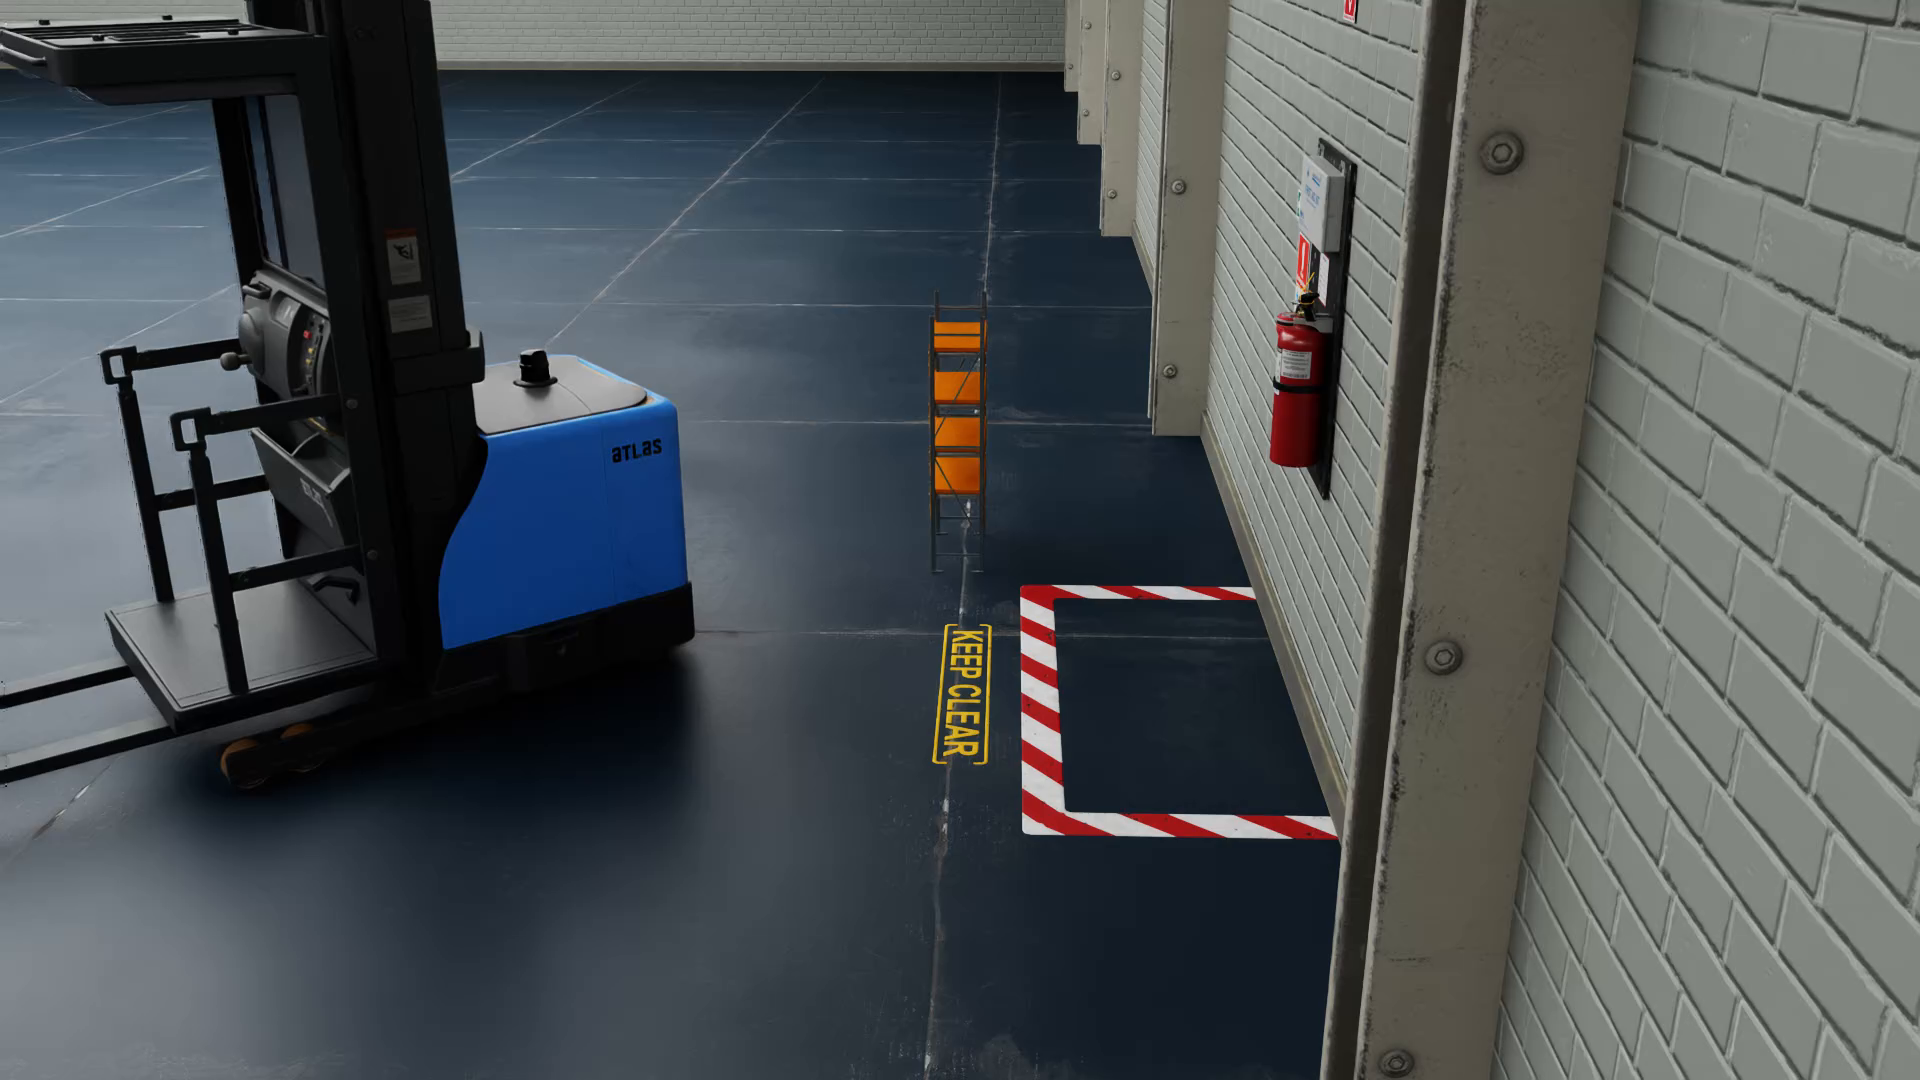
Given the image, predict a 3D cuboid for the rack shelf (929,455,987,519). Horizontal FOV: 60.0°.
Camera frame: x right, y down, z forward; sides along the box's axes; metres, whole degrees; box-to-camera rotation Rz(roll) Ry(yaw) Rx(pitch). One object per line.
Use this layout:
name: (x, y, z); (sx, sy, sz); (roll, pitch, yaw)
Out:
rack shelf: (-0.005, -0.252, 7.754); (0.258, 0.148, 0.480); (1, 21, 2)

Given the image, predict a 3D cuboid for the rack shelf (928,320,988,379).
rack shelf: (-0.005, -0.866, 7.515); (0.258, 0.148, 0.480); (1, 21, 2)

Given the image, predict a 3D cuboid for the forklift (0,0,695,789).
forklift: (-2.566, -0.717, 5.824); (3.031, 2.935, 1.130); (-16, 26, -35)

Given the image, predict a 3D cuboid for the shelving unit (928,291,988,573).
shelving unit: (-0.005, -0.500, 7.658); (0.258, 1.200, 0.503); (1, 21, 2)

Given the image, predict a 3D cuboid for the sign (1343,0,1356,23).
sign: (1.302, -1.878, 5.518); (0.001, 0.298, 0.199); (1, 21, 2)

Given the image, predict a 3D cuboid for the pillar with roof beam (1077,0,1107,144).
pillar with roof beam: (-2.666, -9.255, 19.441); (9.100, 9.000, 0.400); (1, 21, 2)

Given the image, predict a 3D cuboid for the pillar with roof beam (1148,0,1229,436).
pillar with roof beam: (-3.031, -4.916, 8.259); (9.100, 9.000, 0.400); (1, 21, 2)

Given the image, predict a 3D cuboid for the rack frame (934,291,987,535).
rack frame: (0.002, -0.588, 7.885); (0.240, 1.200, 0.015); (1, 21, 2)

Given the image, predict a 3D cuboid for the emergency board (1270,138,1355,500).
emergency board: (1.203, -0.795, 5.932); (0.194, 1.169, 0.643); (1, 21, 2)

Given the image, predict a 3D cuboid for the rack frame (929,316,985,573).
rack frame: (-0.012, -0.411, 7.430); (0.240, 1.200, 0.015); (1, 21, 2)

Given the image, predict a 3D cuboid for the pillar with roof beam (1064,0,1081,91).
pillar with roof beam: (-2.484, -11.424, 25.032); (9.100, 9.000, 0.400); (1, 21, 2)

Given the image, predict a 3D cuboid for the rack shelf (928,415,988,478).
rack shelf: (-0.005, -0.437, 7.682); (0.258, 0.148, 0.480); (1, 21, 2)

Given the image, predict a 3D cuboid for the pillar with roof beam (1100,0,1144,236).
pillar with roof beam: (-2.849, -7.085, 13.850); (9.100, 9.000, 0.400); (1, 21, 2)

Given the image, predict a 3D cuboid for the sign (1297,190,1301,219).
sign: (1.313, -1.256, 6.338); (0.001, 0.109, 0.331); (1, 21, 2)

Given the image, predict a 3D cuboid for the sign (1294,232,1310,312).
sign: (1.323, -1.011, 6.438); (0.001, 0.329, 0.234); (1, 21, 2)

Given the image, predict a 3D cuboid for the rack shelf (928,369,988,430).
rack shelf: (-0.005, -0.645, 7.601); (0.258, 0.148, 0.480); (1, 21, 2)
